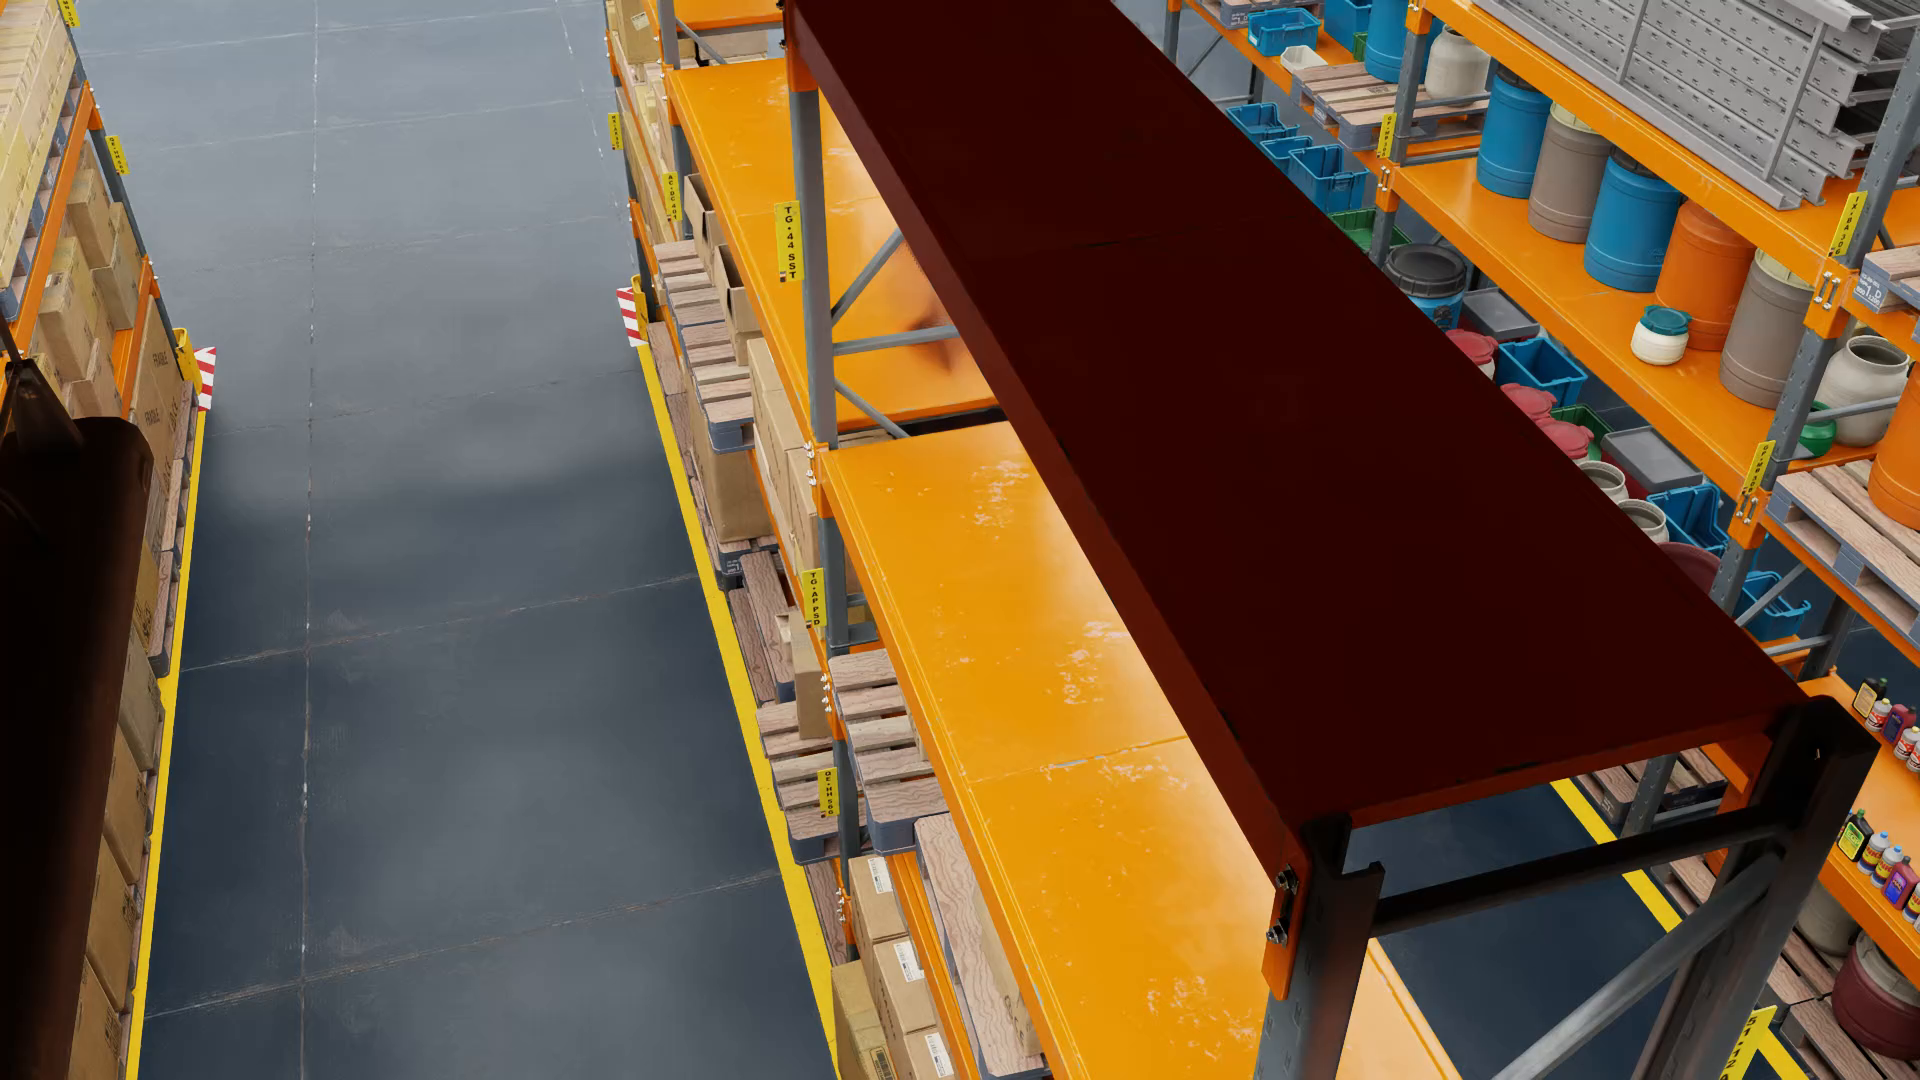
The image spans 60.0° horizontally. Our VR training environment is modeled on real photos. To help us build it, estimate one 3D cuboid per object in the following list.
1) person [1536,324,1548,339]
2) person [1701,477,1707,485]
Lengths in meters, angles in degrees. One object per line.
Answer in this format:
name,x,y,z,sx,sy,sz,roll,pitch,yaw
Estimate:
person,4.929,-2.203,14.211,0.613,1.814,0.909,-24,44,-27
person,5.481,-0.836,12.486,0.664,1.730,0.601,-13,40,-16
